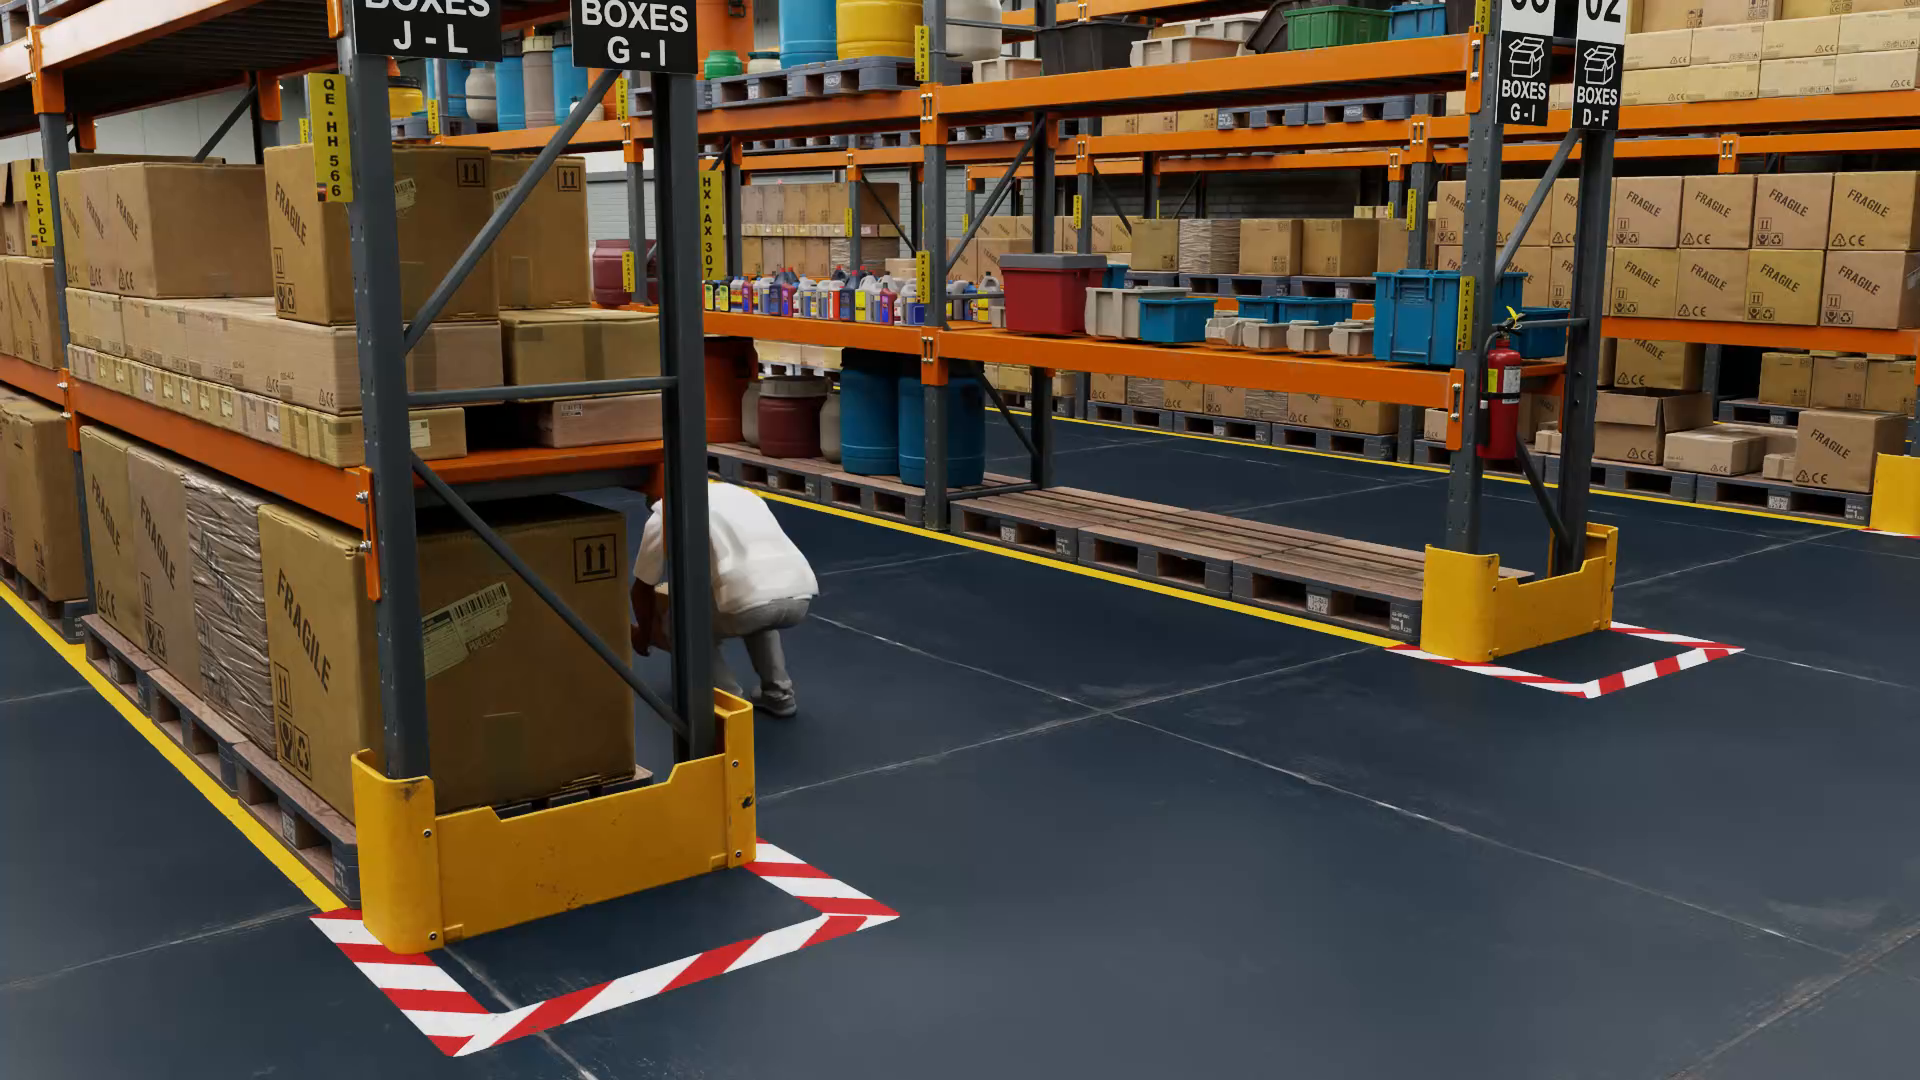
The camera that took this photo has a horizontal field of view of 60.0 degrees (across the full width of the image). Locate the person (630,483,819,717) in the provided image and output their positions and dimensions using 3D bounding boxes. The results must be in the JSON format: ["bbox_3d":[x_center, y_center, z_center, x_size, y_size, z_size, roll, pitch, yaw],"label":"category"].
[{"bbox_3d":[-0.993,0.195,6.798,0.587,1.040,0.892,-9,14,-38],"label":"person"}]
